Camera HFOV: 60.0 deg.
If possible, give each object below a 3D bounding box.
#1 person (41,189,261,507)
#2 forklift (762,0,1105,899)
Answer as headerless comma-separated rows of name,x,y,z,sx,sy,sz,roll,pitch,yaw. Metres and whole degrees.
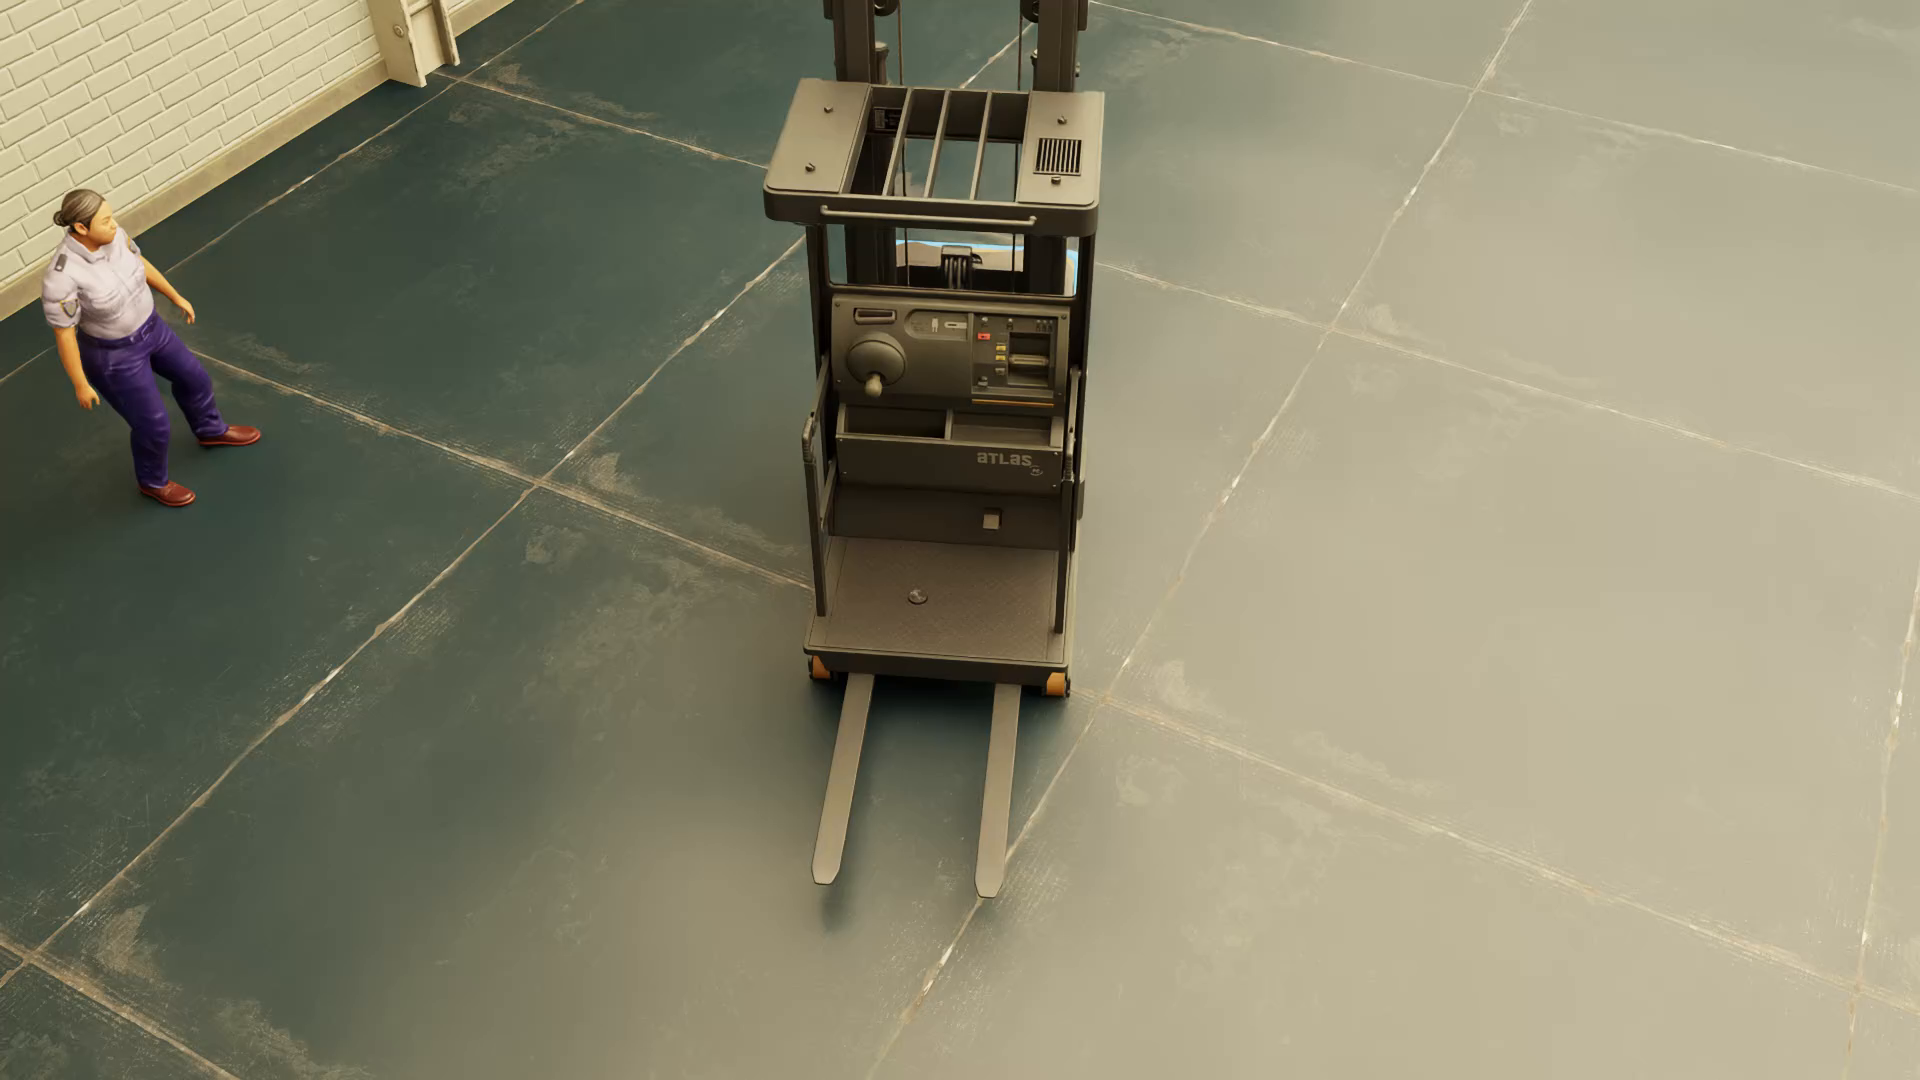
person,-3.754,-0.901,7.567,0.379,1.626,0.757,8,44,9
forklift,-0.059,-0.651,6.345,1.130,2.935,3.031,4,43,4
